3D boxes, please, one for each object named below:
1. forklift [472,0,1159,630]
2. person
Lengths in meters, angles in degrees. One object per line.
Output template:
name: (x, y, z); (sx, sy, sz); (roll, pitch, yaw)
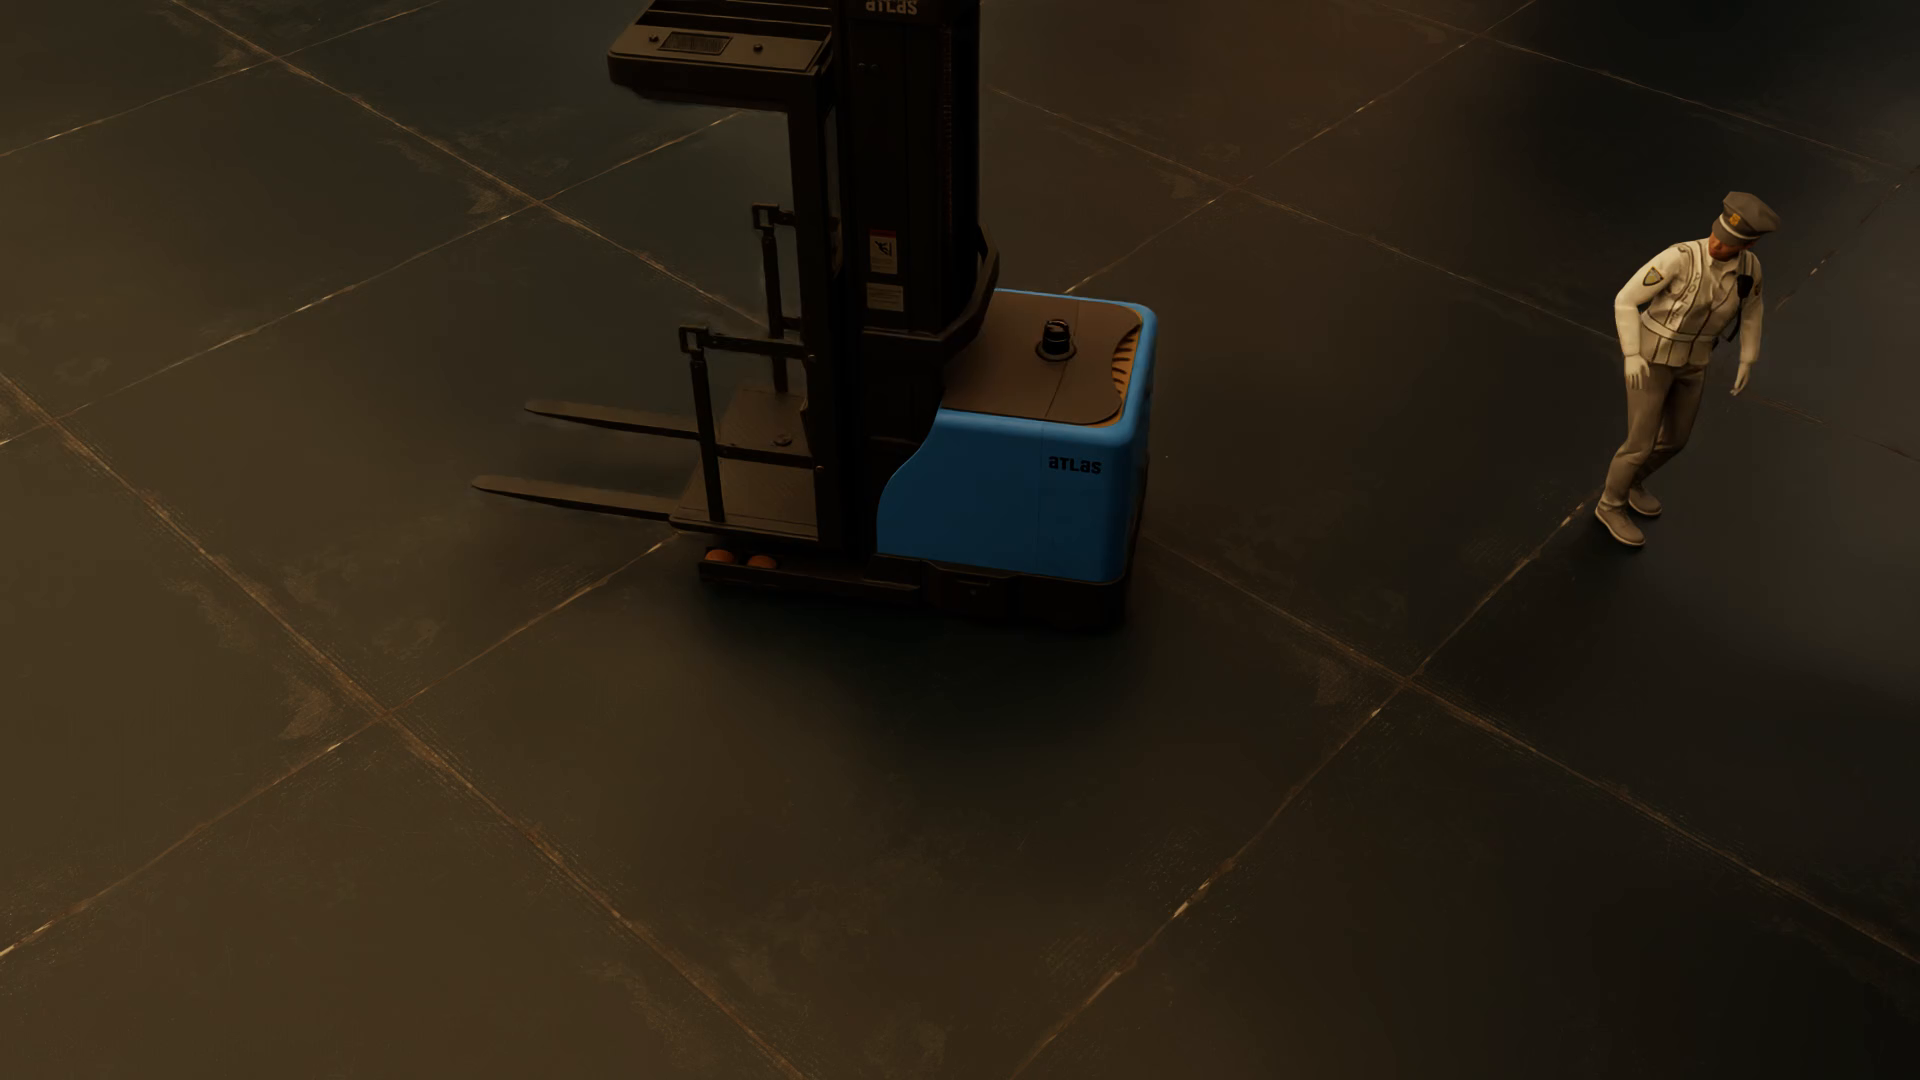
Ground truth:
forklift: (-0.695, -1.209, 6.837); (3.031, 2.935, 1.130); (8, 41, 9)
person: (3.189, -0.752, 7.299); (0.686, 1.648, 0.470); (-10, 42, -12)
